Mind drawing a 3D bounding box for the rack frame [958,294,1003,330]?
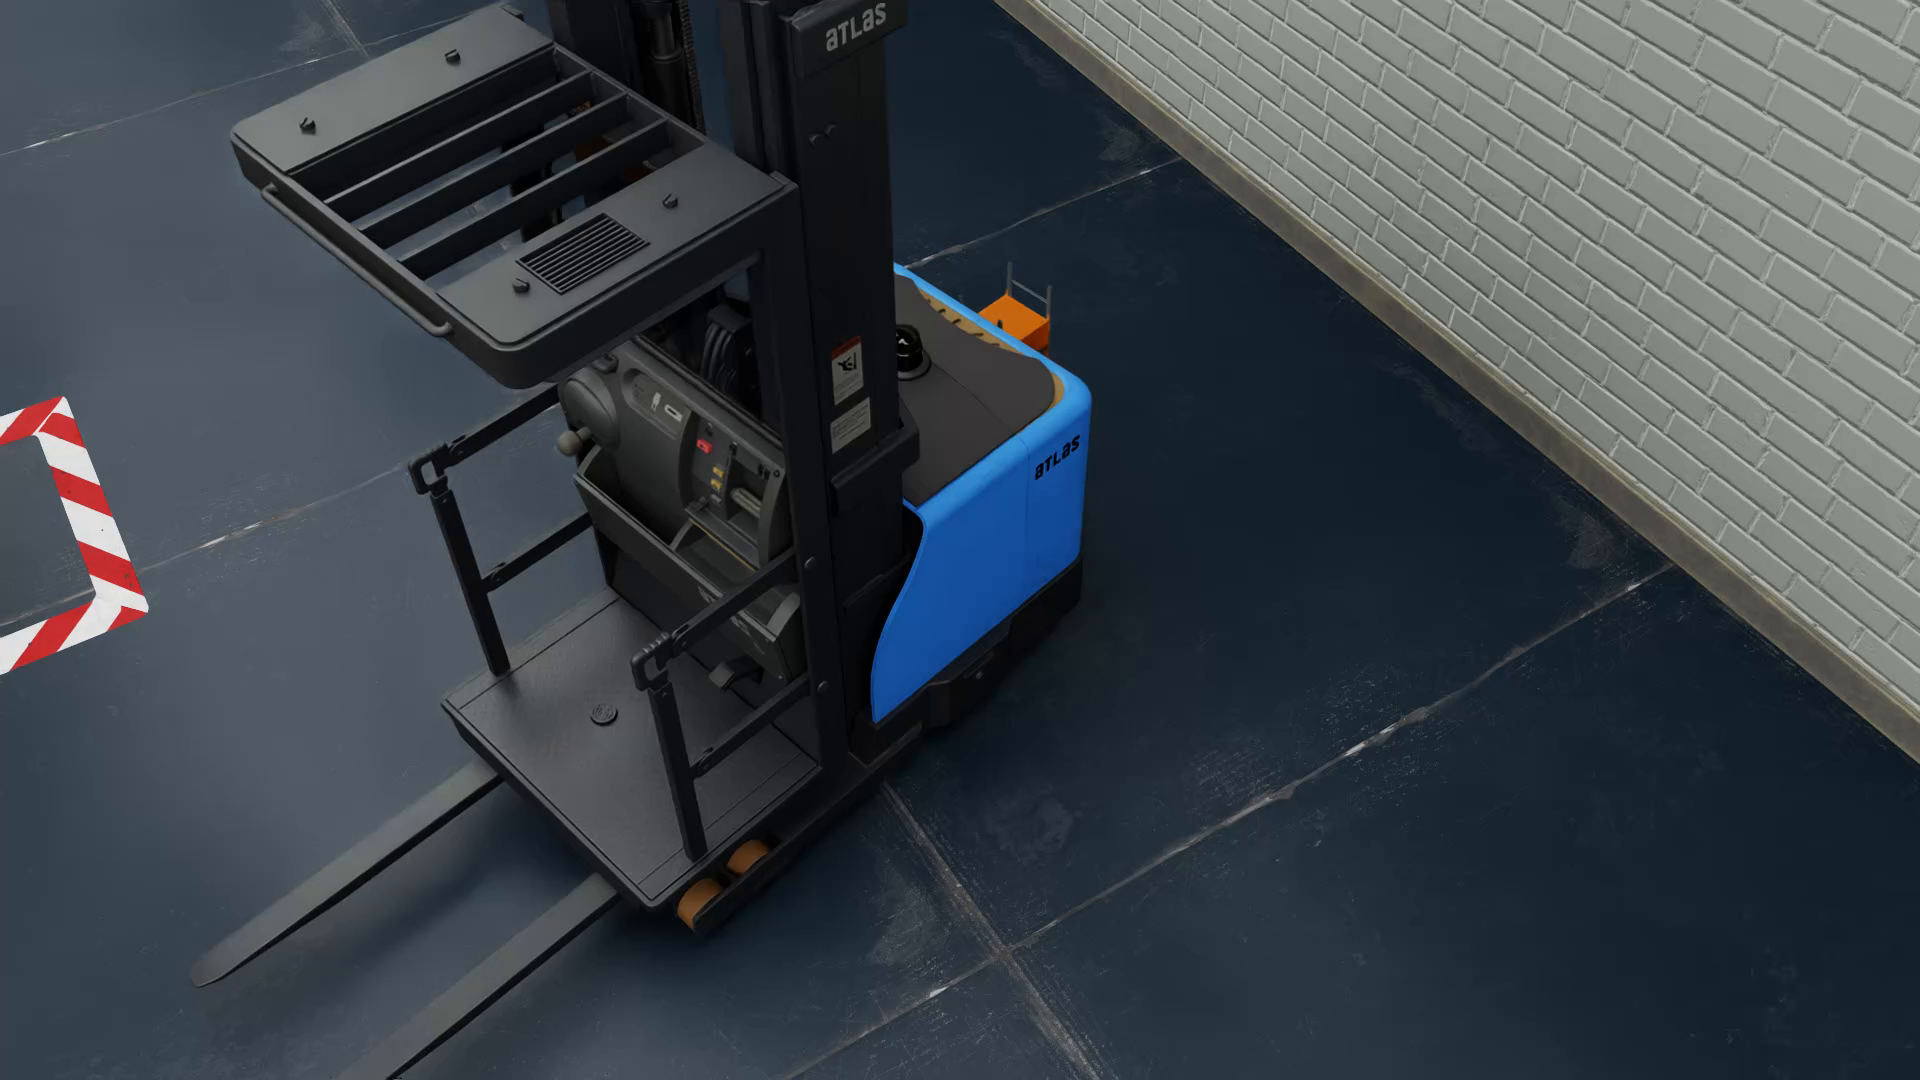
[{"bbox_3d":[0.068,-0.422,5.923,0.200,1.050,0.008,36,57,28],"label":"rack frame"}]

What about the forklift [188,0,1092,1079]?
[{"bbox_3d":[-0.952,-0.202,4.468,1.130,2.935,3.031,36,57,28],"label":"forklift"}]

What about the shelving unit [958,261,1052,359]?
[{"bbox_3d":[0.152,-0.488,5.981,0.215,1.050,0.252,36,57,28],"label":"shelving unit"}]

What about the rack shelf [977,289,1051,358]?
[{"bbox_3d":[0.152,-0.670,5.777,0.215,0.259,0.240,36,57,28],"label":"rack shelf"}]

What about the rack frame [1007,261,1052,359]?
[{"bbox_3d":[0.237,-0.553,6.040,0.200,1.050,0.008,36,57,28],"label":"rack frame"}]
